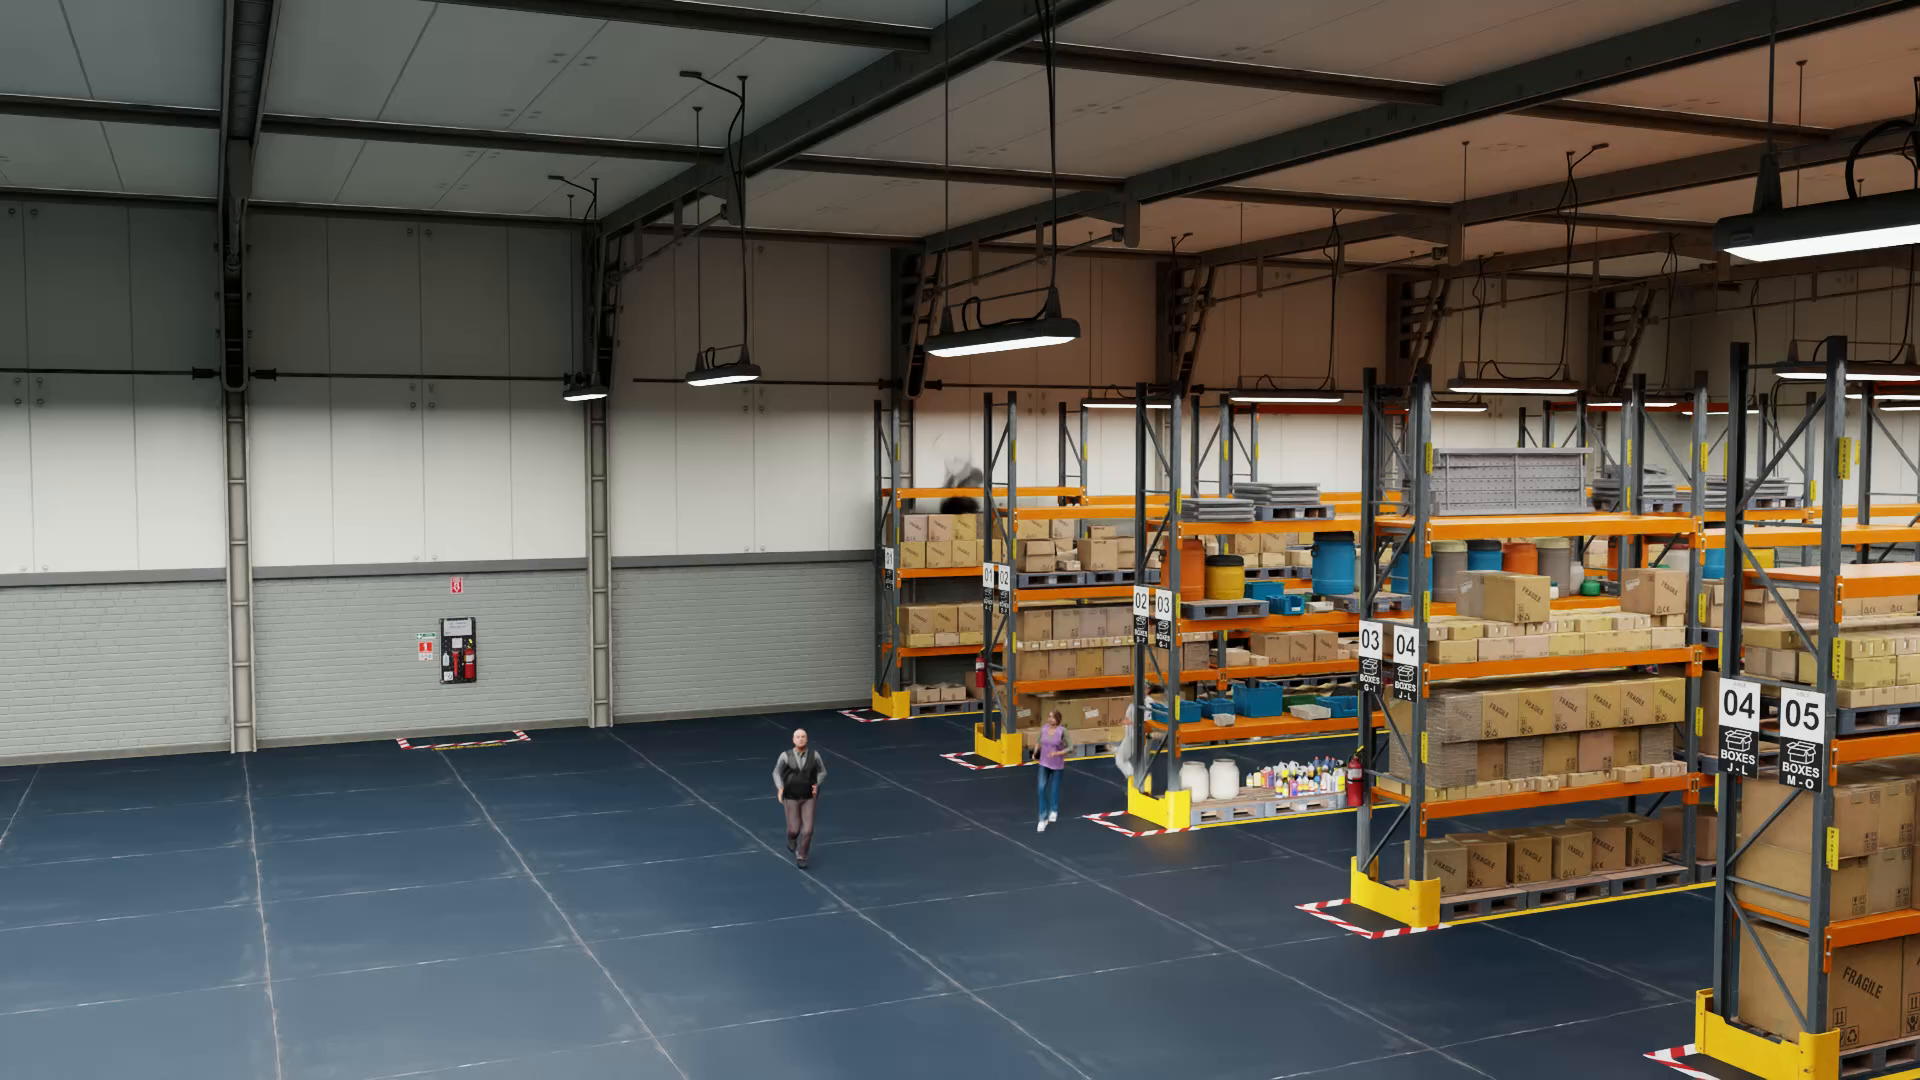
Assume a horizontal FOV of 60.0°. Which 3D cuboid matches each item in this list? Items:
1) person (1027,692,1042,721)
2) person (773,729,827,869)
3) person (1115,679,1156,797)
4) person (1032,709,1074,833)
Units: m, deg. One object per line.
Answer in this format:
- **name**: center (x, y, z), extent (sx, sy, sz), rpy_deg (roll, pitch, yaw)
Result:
- **person**: center (1.233, 2.614, 29.324), extent (0.890, 1.658, 0.618), rpy_deg (-2, 4, -30)
- **person**: center (-1.950, 3.149, 20.320), extent (0.659, 1.679, 0.586), rpy_deg (-1, 3, -10)
- **person**: center (2.576, 2.887, 24.202), extent (0.643, 1.795, 0.639), rpy_deg (-2, 4, -33)
- **person**: center (1.261, 3.084, 22.303), extent (0.566, 1.643, 0.647), rpy_deg (1, 4, 19)
